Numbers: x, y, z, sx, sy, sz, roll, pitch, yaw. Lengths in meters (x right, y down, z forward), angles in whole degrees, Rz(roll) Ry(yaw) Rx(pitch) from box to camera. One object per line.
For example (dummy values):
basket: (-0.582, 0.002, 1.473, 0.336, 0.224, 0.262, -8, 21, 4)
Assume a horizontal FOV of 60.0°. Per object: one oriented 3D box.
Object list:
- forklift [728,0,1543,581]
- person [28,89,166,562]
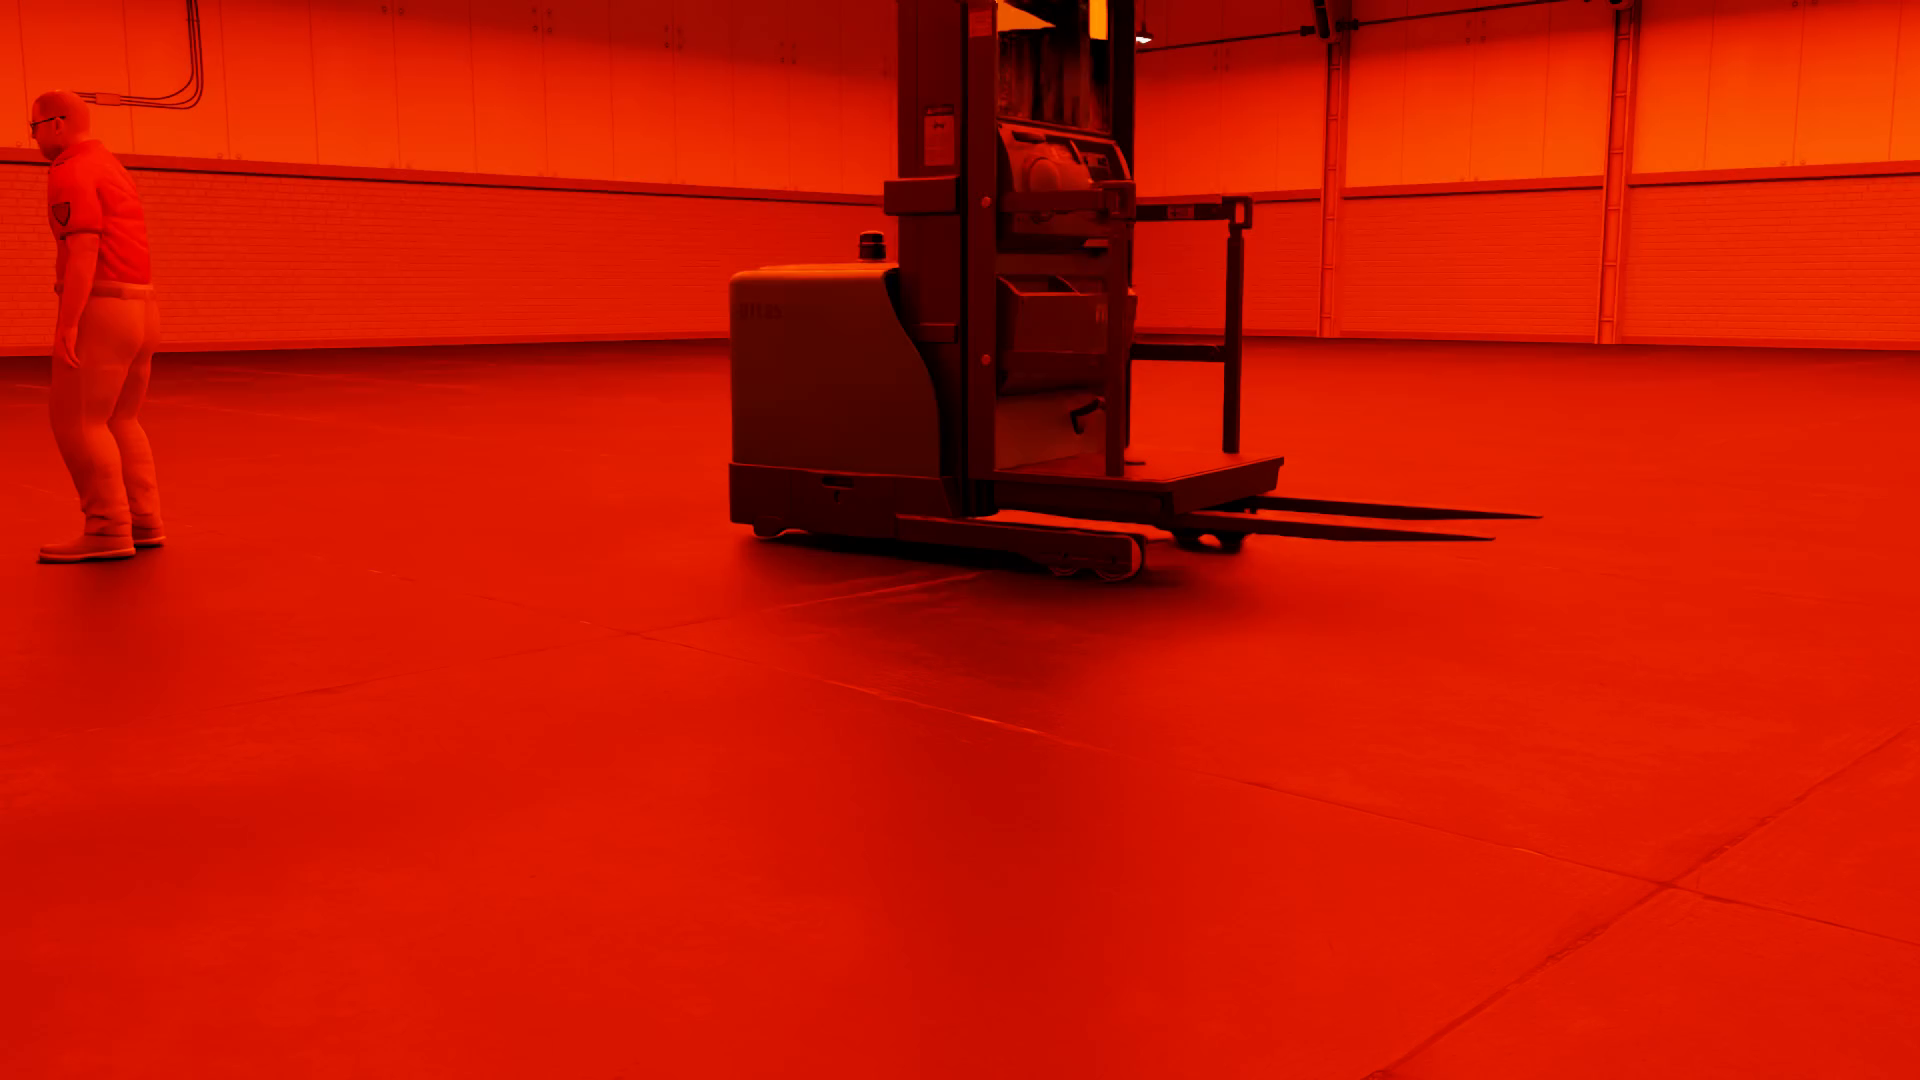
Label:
forklift: (0.580, -1.396, 6.142, 3.031, 2.935, 1.130, 5, 10, 32)
person: (-3.252, -0.802, 6.254, 0.398, 1.727, 0.586, -1, 9, -6)
